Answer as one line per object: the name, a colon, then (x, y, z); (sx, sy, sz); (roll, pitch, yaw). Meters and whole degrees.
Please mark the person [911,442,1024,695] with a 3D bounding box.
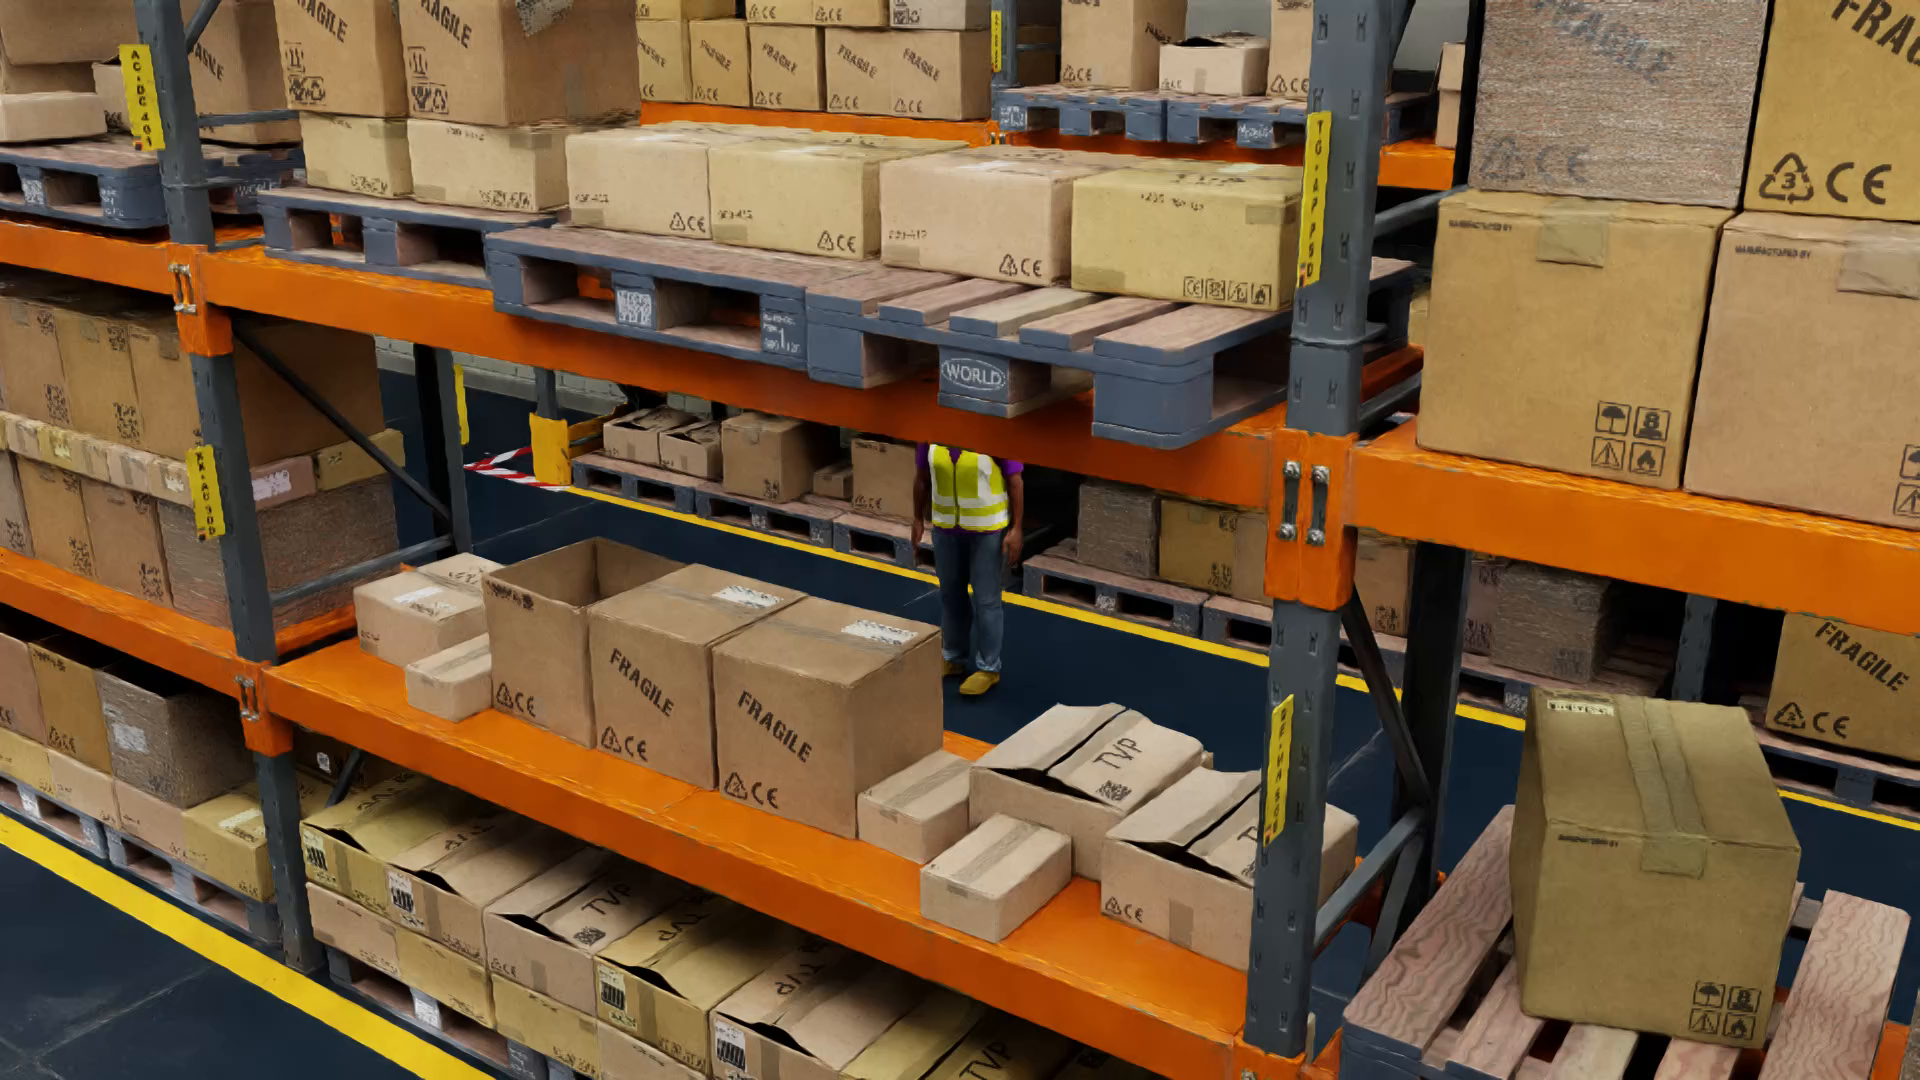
person: (0.028, -0.067, 8.637); (0.644, 1.773, 0.386); (10, 22, 26)
